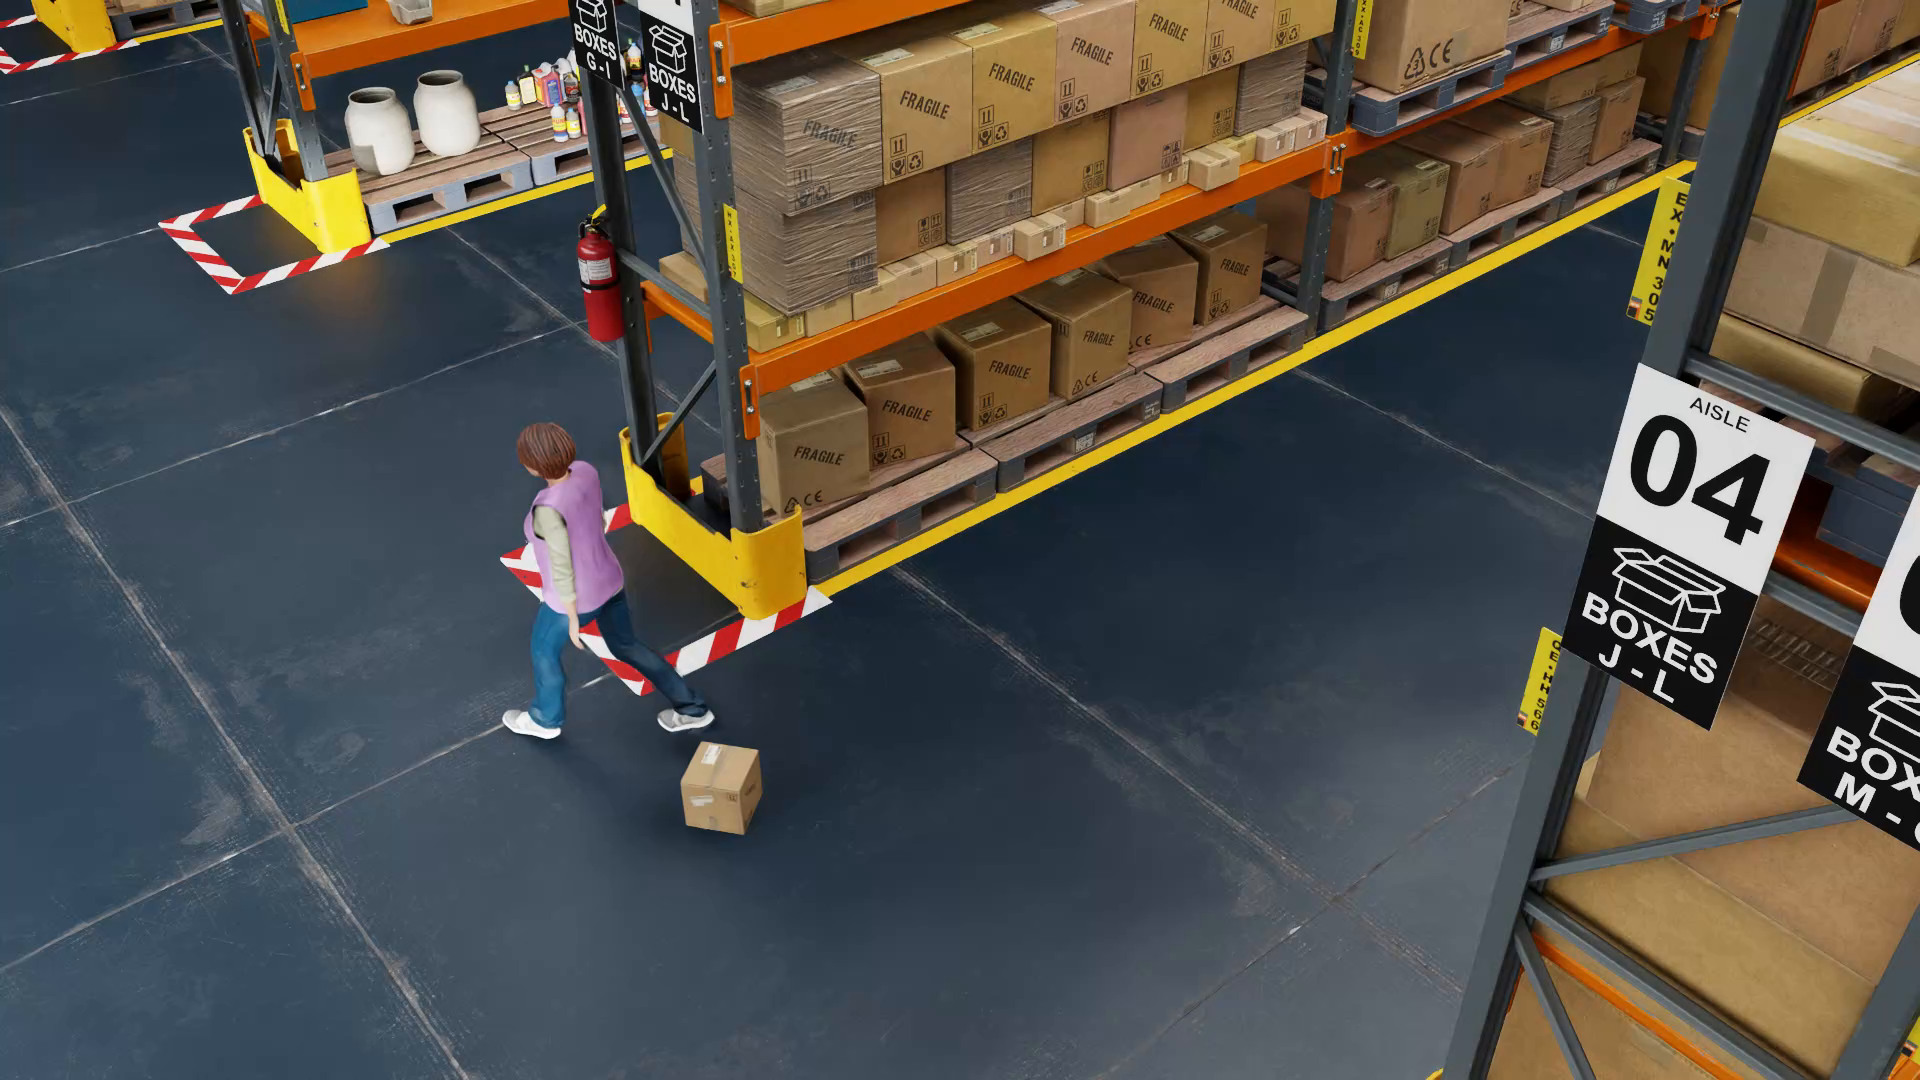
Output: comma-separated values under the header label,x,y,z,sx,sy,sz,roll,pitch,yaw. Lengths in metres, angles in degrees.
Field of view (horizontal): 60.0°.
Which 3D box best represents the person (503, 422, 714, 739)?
label,x,y,z,sx,sy,sz,roll,pitch,yaw
person,-1.516,0.205,6.806,0.932,1.545,0.423,13,38,18
